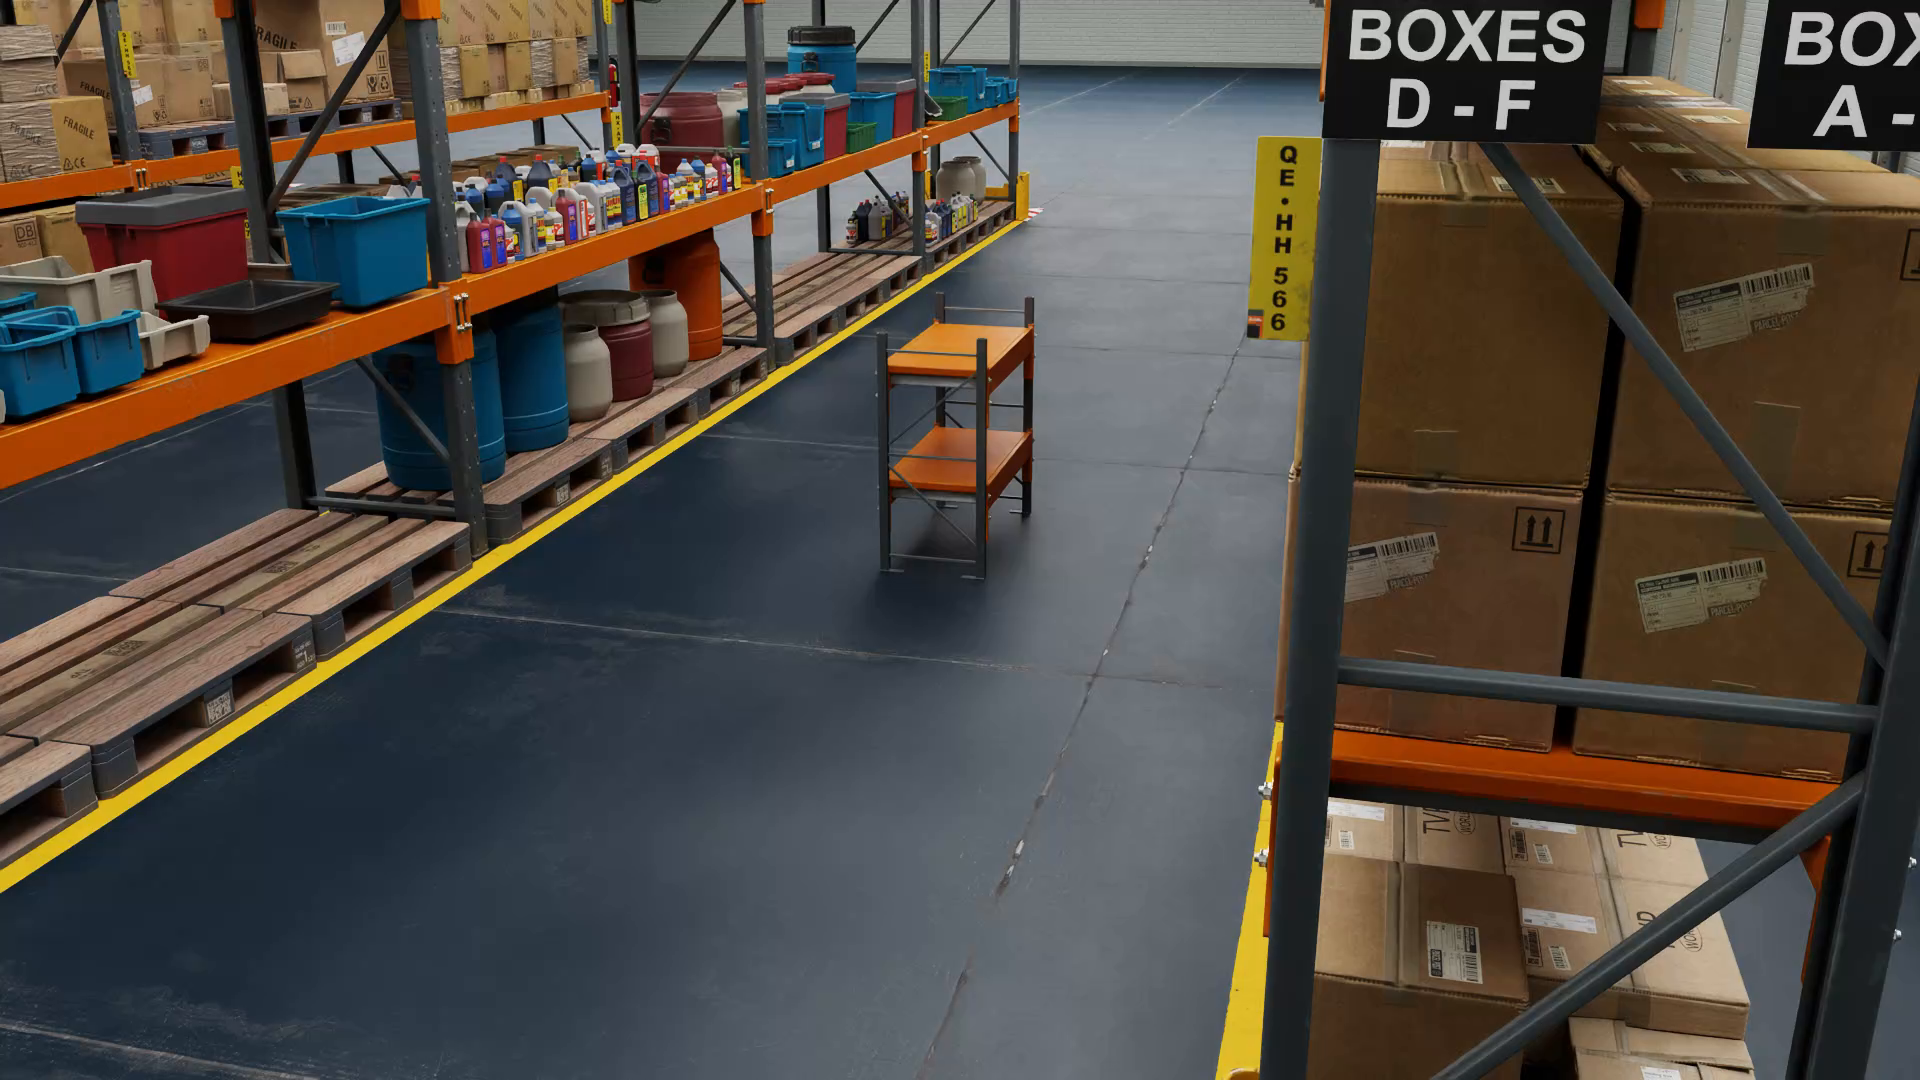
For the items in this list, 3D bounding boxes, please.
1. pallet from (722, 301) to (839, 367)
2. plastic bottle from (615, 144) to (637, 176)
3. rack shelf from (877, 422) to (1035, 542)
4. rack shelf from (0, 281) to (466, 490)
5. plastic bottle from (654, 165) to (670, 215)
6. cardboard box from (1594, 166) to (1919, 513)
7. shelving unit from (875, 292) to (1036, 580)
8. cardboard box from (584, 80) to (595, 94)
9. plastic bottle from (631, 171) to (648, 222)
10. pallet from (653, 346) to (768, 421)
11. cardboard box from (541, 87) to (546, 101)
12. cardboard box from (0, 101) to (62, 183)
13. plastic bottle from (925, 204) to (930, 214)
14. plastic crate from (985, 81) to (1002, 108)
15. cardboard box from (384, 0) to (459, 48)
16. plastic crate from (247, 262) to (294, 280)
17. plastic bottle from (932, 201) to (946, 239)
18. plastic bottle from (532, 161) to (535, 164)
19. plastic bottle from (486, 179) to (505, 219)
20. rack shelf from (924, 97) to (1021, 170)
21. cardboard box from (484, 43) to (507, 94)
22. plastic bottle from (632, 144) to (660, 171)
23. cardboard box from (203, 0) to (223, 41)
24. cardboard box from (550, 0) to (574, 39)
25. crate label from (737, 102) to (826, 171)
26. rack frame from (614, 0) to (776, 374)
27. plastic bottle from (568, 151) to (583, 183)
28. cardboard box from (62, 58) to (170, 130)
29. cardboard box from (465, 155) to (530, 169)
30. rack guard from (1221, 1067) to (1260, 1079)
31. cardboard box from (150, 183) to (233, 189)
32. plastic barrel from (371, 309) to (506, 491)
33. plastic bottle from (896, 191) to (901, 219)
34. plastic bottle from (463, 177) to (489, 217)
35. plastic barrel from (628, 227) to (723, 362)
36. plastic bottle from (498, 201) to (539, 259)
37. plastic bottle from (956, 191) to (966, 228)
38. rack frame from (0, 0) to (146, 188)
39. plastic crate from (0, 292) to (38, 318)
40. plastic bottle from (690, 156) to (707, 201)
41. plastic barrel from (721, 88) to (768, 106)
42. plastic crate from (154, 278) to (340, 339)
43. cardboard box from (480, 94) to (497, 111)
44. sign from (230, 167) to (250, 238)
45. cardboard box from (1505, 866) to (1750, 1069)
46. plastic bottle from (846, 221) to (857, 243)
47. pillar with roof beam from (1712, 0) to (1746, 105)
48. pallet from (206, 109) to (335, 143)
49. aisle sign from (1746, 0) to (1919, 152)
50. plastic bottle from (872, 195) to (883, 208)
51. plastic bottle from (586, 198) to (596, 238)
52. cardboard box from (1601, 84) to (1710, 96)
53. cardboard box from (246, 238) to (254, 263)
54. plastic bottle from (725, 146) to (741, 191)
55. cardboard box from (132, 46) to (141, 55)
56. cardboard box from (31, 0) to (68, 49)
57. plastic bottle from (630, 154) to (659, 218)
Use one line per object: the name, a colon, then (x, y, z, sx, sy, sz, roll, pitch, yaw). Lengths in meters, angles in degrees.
pallet: (-1.566, -1.556, 12.416, 1.003, 0.211, 1.213, 5, 19, 13)
plastic bottle: (-2.212, -2.467, 10.961, 0.152, 0.276, 0.135, 5, 19, 13)
rack shelf: (-0.002, -0.299, 8.079, 0.538, 0.278, 1.000, 5, 19, 13)
rack shelf: (-3.258, -0.415, 5.874, 1.077, 0.370, 4.000, 5, 19, 13)
plastic bottle: (-1.757, -2.062, 9.763, 0.061, 0.283, 0.133, 5, 19, 13)
cardboard box: (1.419, -0.375, 2.942, 0.500, 0.500, 0.500, 5, 20, 15)
shelving unit: (-0.002, -0.530, 8.000, 0.538, 1.125, 1.048, 5, 19, 13)
cardboard box: (-4.510, -5.310, 19.481, 0.380, 0.149, 0.250, 5, 19, 13)
plastic bottle: (-1.835, -1.962, 9.471, 0.061, 0.283, 0.133, 5, 19, 13)
pallet: (-1.945, -1.066, 10.981, 1.003, 0.211, 1.213, 5, 19, 13)
cardboard box: (-4.800, -4.917, 18.330, 0.380, 0.149, 0.250, 5, 19, 13)
cardboard box: (-6.603, -2.744, 11.426, 0.500, 0.500, 0.500, 4, 19, 13)
plastic bottle: (-0.355, -3.076, 15.969, 0.144, 0.351, 0.185, 5, 19, 13)
plastic crate: (0.166, -4.689, 17.505, 0.499, 0.251, 0.408, 5, 19, 13)
cardboard box: (-5.262, -5.063, 16.207, 0.500, 0.500, 0.500, 5, 19, 13)
plastic crate: (-3.022, -1.151, 7.232, 0.396, 0.136, 0.243, 5, 19, 13)
plastic bottle: (-0.216, -3.064, 15.936, 0.144, 0.351, 0.185, 5, 20, 15)
plastic bottle: (-2.538, -2.112, 9.910, 0.061, 0.283, 0.133, 5, 19, 13)
plastic bottle: (-2.559, -1.853, 9.172, 0.097, 0.271, 0.097, 0, 19, 0)
rack shelf: (-0.327, -4.176, 16.885, 1.077, 0.370, 4.000, 5, 19, 13)
cardboard box: (-5.267, -4.923, 17.346, 0.875, 0.500, 0.500, 5, 19, 13)
plastic bottle: (-2.064, -2.455, 10.926, 0.152, 0.276, 0.135, 5, 19, 13)
cardboard box: (-9.554, -6.426, 20.459, 0.875, 0.550, 0.550, 5, 19, 13)
cardboard box: (-4.652, -5.846, 18.502, 0.500, 0.500, 0.500, 5, 19, 13)
crate label: (-1.287, -2.942, 12.107, 0.502, 0.435, 0.616, 5, 19, 13)
rack frame: (-1.793, -2.636, 11.263, 1.000, 3.000, 0.127, 5, 19, 13)
plastic bottle: (-2.402, -2.287, 10.423, 0.061, 0.283, 0.133, 5, 19, 13)
cardboard box: (-6.502, -3.445, 12.829, 0.500, 0.500, 0.500, 2, 19, 7)
cardboard box: (-5.094, -3.971, 18.390, 0.500, 0.500, 0.500, 7, 20, 18)
rack guard: (1.074, 1.423, 3.247, 1.175, 0.500, 0.348, 5, 19, 13)
cardboard box: (-6.341, -2.786, 13.731, 0.500, 0.250, 0.500, 7, 20, 20)
plastic barrel: (-2.620, -0.757, 8.359, 0.600, 0.901, 0.708, 5, 19, 13)
plastic bottle: (-0.656, -3.453, 17.177, 0.061, 0.283, 0.133, 5, 19, 14)
plastic bottle: (-2.685, -1.860, 9.183, 0.152, 0.276, 0.135, 5, 19, 13)
plastic barrel: (-1.896, -1.653, 11.093, 0.600, 0.830, 0.708, 5, 19, 13)
plastic bottle: (-2.198, -1.553, 8.285, 0.152, 0.276, 0.135, 5, 19, 13)
plastic bottle: (-0.020, -3.315, 16.670, 0.144, 0.351, 0.185, 5, 20, 16)
rack frame: (-6.595, -3.027, 12.408, 1.000, 3.000, 0.127, 5, 19, 13)
plastic crate: (-3.494, -0.741, 5.883, 0.416, 0.233, 0.300, 5, 19, 13)
plastic bottle: (-1.627, -2.246, 10.322, 0.097, 0.271, 0.097, 0, 19, 0)
plastic barrel: (-1.645, -3.160, 12.625, 0.421, 0.512, 0.421, 0, 19, 0)
plastic crate: (-2.783, -0.908, 6.538, 0.437, 0.125, 0.590, 5, 19, 13)
cardboard box: (-5.013, -4.517, 17.161, 0.380, 0.149, 0.250, 5, 19, 13)
sign: (-3.303, -1.557, 7.677, 0.100, 0.325, 0.005, 5, 19, 13)
cardboard box: (1.585, 1.052, 4.039, 0.500, 0.250, 0.500, 5, 19, 13)
plastic bottle: (-1.029, -2.912, 15.720, 0.097, 0.201, 0.097, 0, 19, 0)
pillar with roof beam: (10.660, -12.894, 32.015, 9.100, 9.000, 0.400, 5, 19, 13)
pallet: (-6.151, -3.560, 14.265, 1.003, 0.211, 1.213, 5, 19, 13)
aisle sign: (1.323, -0.921, 2.223, 0.394, 0.787, 0.004, 5, 19, 13)
plastic bottle: (-0.812, -3.230, 16.421, 0.144, 0.351, 0.185, 5, 19, 13)
plastic bottle: (-2.006, -1.727, 8.911, 0.097, 0.201, 0.097, 0, 19, 0)
cardboard box: (2.037, -1.170, 5.272, 0.500, 0.500, 0.500, 4, 19, 12)
cardboard box: (-6.328, -2.438, 13.873, 0.700, 0.500, 0.500, 3, 19, 9)
plastic bottle: (-1.478, -2.420, 10.812, 0.061, 0.283, 0.133, 5, 19, 13)
cardboard box: (-9.934, -5.400, 19.123, 0.875, 0.550, 0.500, 5, 19, 13)
cardboard box: (-10.258, -5.580, 17.982, 0.875, 0.550, 0.550, 5, 19, 13)
plastic bottle: (-1.836, -2.047, 9.616, 0.144, 0.351, 0.185, 5, 19, 13)
